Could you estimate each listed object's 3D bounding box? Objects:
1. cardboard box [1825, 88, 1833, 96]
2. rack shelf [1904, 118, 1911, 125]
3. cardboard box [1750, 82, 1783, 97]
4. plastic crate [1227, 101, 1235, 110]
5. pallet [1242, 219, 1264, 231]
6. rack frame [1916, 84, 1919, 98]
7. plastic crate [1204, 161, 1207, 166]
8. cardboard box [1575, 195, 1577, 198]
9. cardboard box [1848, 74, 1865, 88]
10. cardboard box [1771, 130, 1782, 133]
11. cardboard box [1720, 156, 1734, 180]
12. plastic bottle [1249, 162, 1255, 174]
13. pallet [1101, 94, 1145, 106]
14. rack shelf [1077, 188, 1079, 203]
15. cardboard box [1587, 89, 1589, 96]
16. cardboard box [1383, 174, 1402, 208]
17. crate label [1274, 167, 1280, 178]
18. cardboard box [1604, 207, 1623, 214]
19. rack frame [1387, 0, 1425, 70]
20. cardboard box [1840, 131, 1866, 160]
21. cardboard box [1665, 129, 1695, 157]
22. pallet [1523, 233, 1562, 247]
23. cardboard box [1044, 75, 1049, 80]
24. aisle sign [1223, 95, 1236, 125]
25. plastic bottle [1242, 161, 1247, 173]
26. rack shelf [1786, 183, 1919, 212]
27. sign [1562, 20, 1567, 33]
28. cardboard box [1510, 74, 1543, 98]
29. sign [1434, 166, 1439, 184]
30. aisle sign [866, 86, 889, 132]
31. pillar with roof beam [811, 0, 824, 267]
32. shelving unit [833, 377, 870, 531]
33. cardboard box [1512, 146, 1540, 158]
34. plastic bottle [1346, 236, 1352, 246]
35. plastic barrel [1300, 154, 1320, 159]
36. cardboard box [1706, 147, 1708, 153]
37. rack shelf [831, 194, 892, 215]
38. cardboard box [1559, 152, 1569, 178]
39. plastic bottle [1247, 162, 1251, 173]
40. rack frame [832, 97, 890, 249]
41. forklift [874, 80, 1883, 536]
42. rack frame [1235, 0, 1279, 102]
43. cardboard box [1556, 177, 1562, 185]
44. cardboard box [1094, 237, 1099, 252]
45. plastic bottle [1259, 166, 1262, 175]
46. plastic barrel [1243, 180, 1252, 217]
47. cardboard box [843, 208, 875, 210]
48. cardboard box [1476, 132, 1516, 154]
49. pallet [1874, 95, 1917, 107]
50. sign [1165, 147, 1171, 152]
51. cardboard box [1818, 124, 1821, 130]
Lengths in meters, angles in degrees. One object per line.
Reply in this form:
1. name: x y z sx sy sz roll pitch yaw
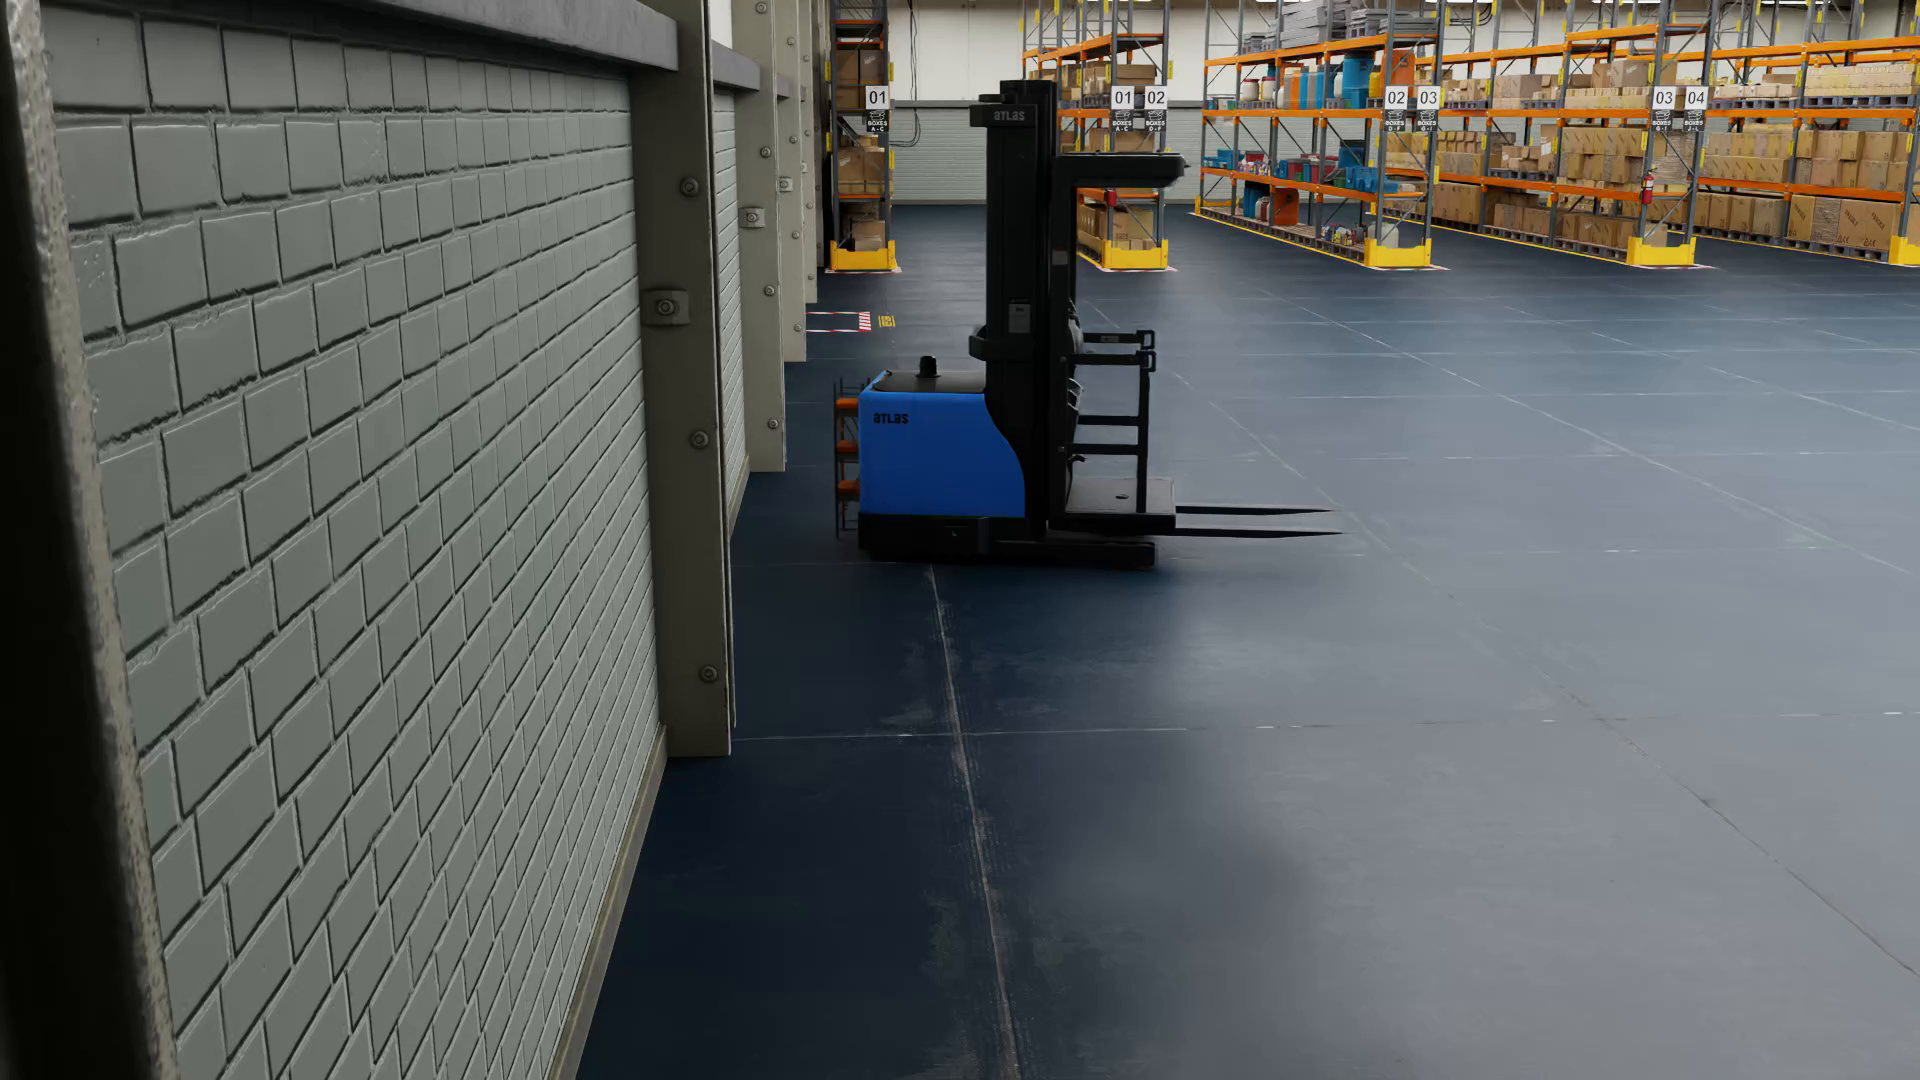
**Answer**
1. cardboard box: 17.509 -8.931 33.160 0.380 0.149 0.250 -1 14 -4
2. rack shelf: 22.589 -9.336 36.717 1.077 0.370 4.000 -1 14 -3
3. cardboard box: 17.450 -9.727 35.927 0.500 0.311 0.500 -1 14 -5
4. plastic crate: 7.008 -11.088 42.417 0.416 0.233 0.300 -1 14 -3
5. pallet: 7.467 -7.648 40.326 1.003 0.211 1.213 -1 14 -3
6. rack frame: 18.026 -9.544 30.059 1.000 3.000 0.127 -1 14 -3
7. plastic crate: 6.759 -10.243 45.227 0.250 0.136 0.298 -1 14 -3
8. cardboard box: 16.859 -9.332 44.960 0.380 0.149 0.250 0 14 -1
9. cardboard box: 17.626 -8.906 32.262 0.500 0.250 0.500 -1 14 -3
10. cardboard box: 21.848 -10.623 44.085 0.500 0.500 0.500 -1 14 -3
11. cardboard box: 17.354 -8.309 37.098 0.500 0.500 0.500 -1 14 -3
12. plastic bottle: 7.103 -9.026 40.335 0.152 0.276 0.135 -1 14 -3
13. pallet: 3.164 -8.021 30.338 1.003 0.211 1.213 -1 14 -3
14. rack shelf: 2.810 -7.579 35.905 1.077 0.370 4.000 -1 14 -3
15. cardboard box: 12.673 -8.876 32.984 0.380 0.149 0.250 0 14 -2
16. cardboard box: 12.198 -9.582 45.671 0.875 0.875 0.875 -1 14 -3
17. crate label: 7.282 -8.308 37.634 0.303 0.233 0.416 -1 14 -3
18. cardboard box: 16.918 -8.538 43.067 0.380 0.149 0.250 -1 14 -3
19. rack frame: 12.078 -13.471 45.325 1.000 3.000 0.127 -1 14 -3
20. cardboard box: 17.854 -7.733 32.595 0.875 0.550 0.500 -1 14 -3
21. cardboard box: 13.307 -7.404 30.981 0.500 0.500 0.500 -1 14 -3
22. pallet: 12.772 -6.425 35.573 1.003 0.211 1.213 -1 14 -3
23. cardboard box: 2.396 -11.046 40.673 0.600 0.600 0.600 -2 15 -9
24. aisle sign: 7.423 -11.771 45.538 0.394 0.787 0.004 -1 14 -3
25. plastic bottle: 7.054 -9.223 41.100 0.152 0.276 0.135 -1 14 -3
26. rack shelf: 17.902 -6.787 32.830 1.077 0.370 4.000 -1 14 -3
27. sign: 16.493 -14.005 45.366 0.100 0.325 0.005 -1 14 -3
28. cardboard box: 12.412 -9.948 36.445 0.500 0.500 0.500 -1 14 -5
29. sign: 8.675 -6.652 30.304 0.100 0.325 0.005 -1 14 -3
30. aisle sign: -1.458 -7.603 29.340 0.394 0.787 0.004 -1 14 -3
31. pillar with roof beam: 1.628 -9.490 29.851 9.100 9.000 0.400 -1 14 -3
32. shelving unit: -0.709 -0.539 11.013 0.215 1.050 0.249 2 15 6
33. cardboard box: 12.782 -8.557 37.222 0.700 0.500 0.500 1 14 5
34. plastic bottle: 7.575 -5.818 32.352 0.097 0.201 0.097 0 14 0
35. plastic barrel: 7.961 -8.455 37.595 0.600 0.536 0.708 -1 14 -3
36. cardboard box: 17.695 -9.117 38.907 0.380 0.149 0.250 -1 14 -3
37. rack shelf: -1.886 -6.506 31.738 1.077 0.370 4.000 -1 14 -3
38. cardboard box: 12.788 -7.661 33.985 0.875 0.500 0.500 -1 14 -3
39. plastic bottle: 7.088 -9.083 40.559 0.152 0.276 0.135 -1 14 -3
40. rack frame: -1.762 -6.357 29.715 1.000 3.000 0.127 -1 14 -3
41. forklift: 14.066 -6.827 31.228 24.640 3.159 46.598 2 15 6
42. rack frame: 7.383 -12.400 41.161 1.000 3.000 0.127 -1 14 -3
43. cardboard box: 12.535 -7.402 34.279 0.380 0.149 0.250 -1 14 -3
44. cardboard box: 2.811 -5.560 31.290 0.500 0.250 0.500 -1 14 -3
45. plastic bottle: 7.134 -8.754 39.427 0.097 0.201 0.097 0 14 0
46. plastic barrel: 7.399 -8.546 41.591 0.600 0.901 0.708 -1 14 -3
47. cardboard box: -2.186 -6.918 36.028 0.700 0.500 0.500 -1 14 -4
48. cardboard box: 12.545 -9.293 38.910 0.797 0.503 0.637 0 14 -2
49. pallet: 17.970 -8.232 31.160 1.003 0.211 1.213 -1 14 -3
50. sign: 3.736 -6.899 29.926 0.100 0.325 0.005 -1 14 -3
51. cardboard box: 22.424 -10.717 43.150 0.380 0.149 0.250 -1 14 -3
